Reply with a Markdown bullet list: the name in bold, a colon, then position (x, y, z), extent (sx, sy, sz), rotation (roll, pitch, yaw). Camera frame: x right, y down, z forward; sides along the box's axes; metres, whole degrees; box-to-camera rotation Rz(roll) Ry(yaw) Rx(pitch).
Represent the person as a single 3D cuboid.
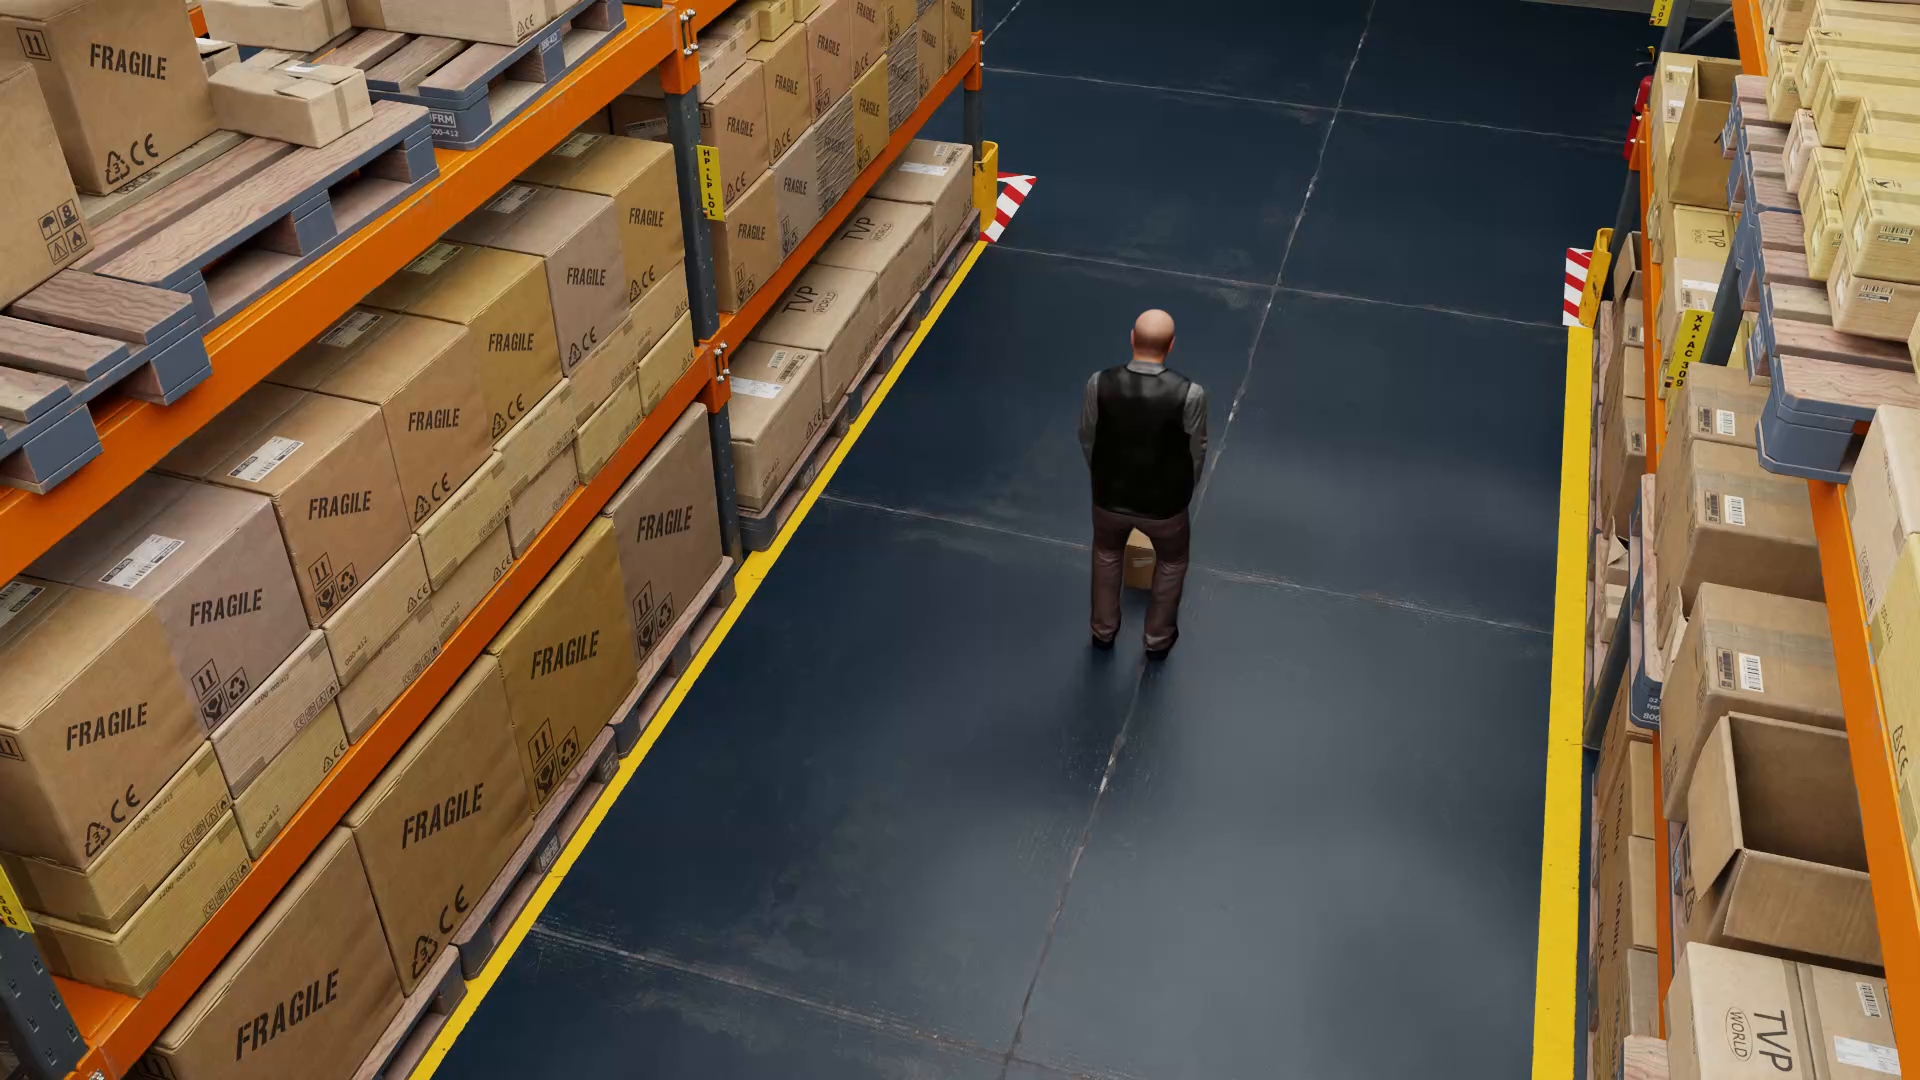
- **person**: position (0.776, -0.216, 7.263), extent (0.563, 1.658, 0.426), rotation (12, 38, 15)
